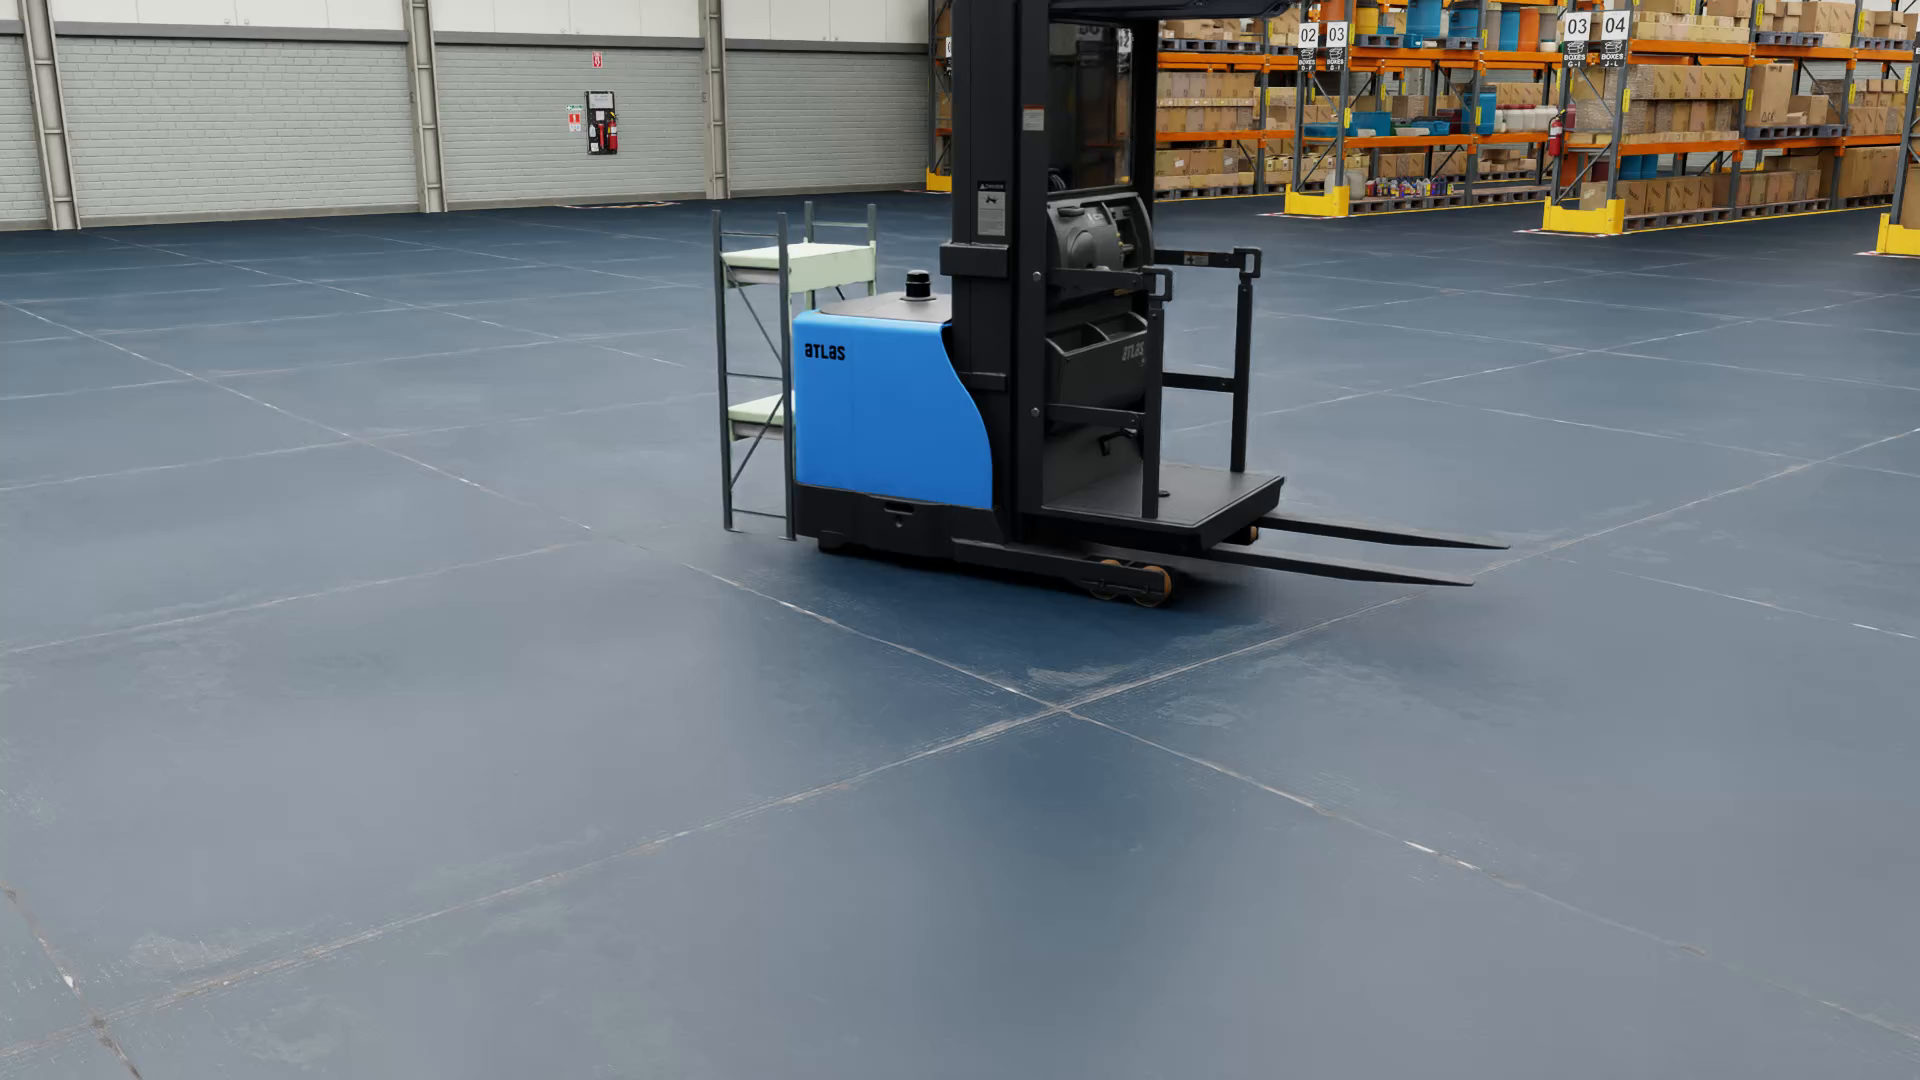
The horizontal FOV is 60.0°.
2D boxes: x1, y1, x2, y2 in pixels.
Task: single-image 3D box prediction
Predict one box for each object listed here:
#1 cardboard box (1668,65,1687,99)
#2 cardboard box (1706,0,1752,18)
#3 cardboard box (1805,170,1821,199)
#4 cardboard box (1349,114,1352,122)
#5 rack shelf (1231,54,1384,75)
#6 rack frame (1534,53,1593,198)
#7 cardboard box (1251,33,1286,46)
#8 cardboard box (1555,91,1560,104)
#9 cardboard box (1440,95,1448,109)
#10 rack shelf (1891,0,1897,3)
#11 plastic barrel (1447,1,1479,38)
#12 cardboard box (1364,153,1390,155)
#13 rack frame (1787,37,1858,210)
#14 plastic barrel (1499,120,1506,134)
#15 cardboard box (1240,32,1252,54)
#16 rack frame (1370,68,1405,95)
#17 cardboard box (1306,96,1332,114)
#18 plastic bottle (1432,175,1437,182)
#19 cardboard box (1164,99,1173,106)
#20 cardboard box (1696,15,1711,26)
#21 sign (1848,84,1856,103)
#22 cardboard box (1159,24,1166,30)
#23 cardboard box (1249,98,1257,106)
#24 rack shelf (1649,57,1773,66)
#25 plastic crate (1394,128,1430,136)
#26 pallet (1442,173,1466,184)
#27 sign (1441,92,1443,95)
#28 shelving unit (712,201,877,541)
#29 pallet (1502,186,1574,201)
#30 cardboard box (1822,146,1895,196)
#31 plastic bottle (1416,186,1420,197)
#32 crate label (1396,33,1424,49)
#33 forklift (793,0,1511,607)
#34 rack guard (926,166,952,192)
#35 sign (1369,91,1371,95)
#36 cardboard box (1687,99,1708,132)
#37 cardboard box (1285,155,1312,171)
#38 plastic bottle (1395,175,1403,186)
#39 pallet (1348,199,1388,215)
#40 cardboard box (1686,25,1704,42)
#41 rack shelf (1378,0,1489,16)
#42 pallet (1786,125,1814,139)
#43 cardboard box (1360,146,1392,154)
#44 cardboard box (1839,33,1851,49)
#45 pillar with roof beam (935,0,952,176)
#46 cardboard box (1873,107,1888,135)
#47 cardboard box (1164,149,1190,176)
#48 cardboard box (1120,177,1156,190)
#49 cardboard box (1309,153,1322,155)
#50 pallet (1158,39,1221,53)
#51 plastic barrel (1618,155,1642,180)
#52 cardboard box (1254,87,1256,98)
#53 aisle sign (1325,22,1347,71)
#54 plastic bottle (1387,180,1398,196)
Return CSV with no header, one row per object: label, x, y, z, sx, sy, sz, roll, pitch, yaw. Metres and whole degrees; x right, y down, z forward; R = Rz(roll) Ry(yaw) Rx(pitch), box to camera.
cardboard box,10.800,-7.042,25.592,0.500,0.500,0.500,-13,19,-39
cardboard box,12.294,-8.593,26.554,0.500,0.500,0.500,-13,20,-41
cardboard box,14.991,-6.401,29.892,0.500,0.500,0.700,-14,20,-42
cardboard box,8.680,-9.346,37.100,0.500,0.311,0.500,-11,19,-36
rack shelf,7.475,-10.205,35.725,4.000,0.370,1.077,-13,19,-39
rack frame,12.232,-8.478,33.675,0.127,3.000,1.000,-13,19,-39
cardboard box,6.437,-10.447,34.713,0.500,0.250,0.500,-10,18,-34
cardboard box,14.863,-11.200,41.737,0.500,0.500,0.500,-13,20,-40
cardboard box,11.020,-10.206,39.138,0.500,0.500,0.700,-9,17,-31
rack shelf,16.992,-10.210,30.704,4.000,0.370,1.077,-13,19,-39
plastic barrel,9.456,-9.620,31.167,0.708,0.901,0.600,-13,19,-39
cardboard box,9.535,-8.652,38.318,0.500,0.500,0.500,-12,19,-37
rack frame,15.483,-7.513,30.065,0.127,3.000,1.000,-13,19,-39
plastic barrel,10.314,-7.927,31.884,0.301,0.262,0.301,0,15,0
cardboard box,6.848,-12.401,41.504,0.500,0.500,0.700,-11,19,-37
rack frame,11.764,-11.761,45.969,0.127,3.000,1.000,-13,19,-39
cardboard box,9.166,-11.317,43.726,0.700,0.700,0.980,-12,19,-39
plastic bottle,8.823,-6.596,30.910,0.185,0.351,0.144,-13,19,-39
cardboard box,3.964,-8.603,32.694,0.250,0.149,0.380,-13,20,-40
cardboard box,11.420,-8.069,25.853,0.250,0.149,0.380,-12,19,-37
sign,15.847,-7.930,29.537,0.005,0.325,0.100,-13,19,-39
cardboard box,4.063,-10.105,33.041,0.500,0.311,0.500,-10,18,-33
cardboard box,5.901,-9.039,34.326,0.250,0.149,0.380,-13,20,-39
rack shelf,16.758,-10.596,37.186,4.000,0.370,1.077,-13,19,-39
plastic crate,8.156,-7.348,29.958,0.437,0.136,0.530,-13,19,-39
pallet,11.412,-8.628,39.641,1.213,0.211,1.003,-13,19,-39
sign,11.639,-10.643,40.104,0.005,0.325,0.100,-13,19,-39
shelving unit,-0.764,-0.829,7.948,0.431,1.500,0.755,8,17,29
pallet,11.622,-7.007,33.572,1.213,0.211,1.003,-13,19,-39
cardboard box,16.695,-6.952,31.268,0.875,0.875,1.225,-13,19,-39
plastic bottle,8.333,-6.356,30.303,0.097,0.201,0.097,0,15,0
crate label,7.826,-8.752,29.180,0.408,0.251,0.502,-13,19,-39
forklift,0.778,-1.301,6.941,3.031,2.935,1.130,8,17,29
rack guard,-0.249,-7.856,36.193,0.348,0.500,1.175,-13,19,-39
sign,11.404,-12.327,46.256,0.005,0.325,0.100,-13,19,-39
cardboard box,11.375,-6.781,26.555,0.500,0.500,0.875,-13,19,-39
cardboard box,7.212,-8.103,35.703,0.500,0.311,0.500,-14,20,-41
plastic bottle,8.191,-6.645,31.094,0.185,0.351,0.144,-14,20,-42
pallet,6.840,-5.934,29.555,1.213,0.211,1.003,-13,19,-39
cardboard box,11.132,-7.827,25.718,0.500,0.250,0.500,-12,19,-38
rack shelf,10.492,-12.139,37.926,4.000,0.370,1.077,-13,19,-39
pallet,14.017,-7.077,28.805,1.213,0.211,1.003,-13,19,-39
cardboard box,9.575,-9.024,38.260,0.500,0.250,0.500,-12,19,-37
cardboard box,15.286,-8.762,29.217,0.500,0.250,0.500,-13,19,-39
pillar with roof beam,2.480,-11.398,32.985,0.400,9.000,9.100,-13,19,-39
cardboard box,16.801,-7.766,30.819,0.500,0.500,0.500,-13,20,-40
cardboard box,4.244,-7.544,33.241,0.500,0.500,0.500,-13,19,-39
cardboard box,3.499,-7.009,32.693,0.500,0.250,0.500,-13,19,-39
cardboard box,8.005,-8.466,37.059,0.500,0.311,0.500,-13,20,-41
pallet,4.420,-9.816,33.046,1.213,0.211,1.003,-13,19,-39
plastic barrel,14.294,-8.135,35.647,0.708,0.901,0.600,-13,19,-39
cardboard box,7.020,-11.174,41.507,0.500,0.250,0.500,-12,19,-39
aisle sign,6.335,-8.309,28.007,0.004,0.787,0.394,-13,19,-39
plastic bottle,7.986,-6.512,30.742,0.135,0.276,0.152,-13,19,-39
